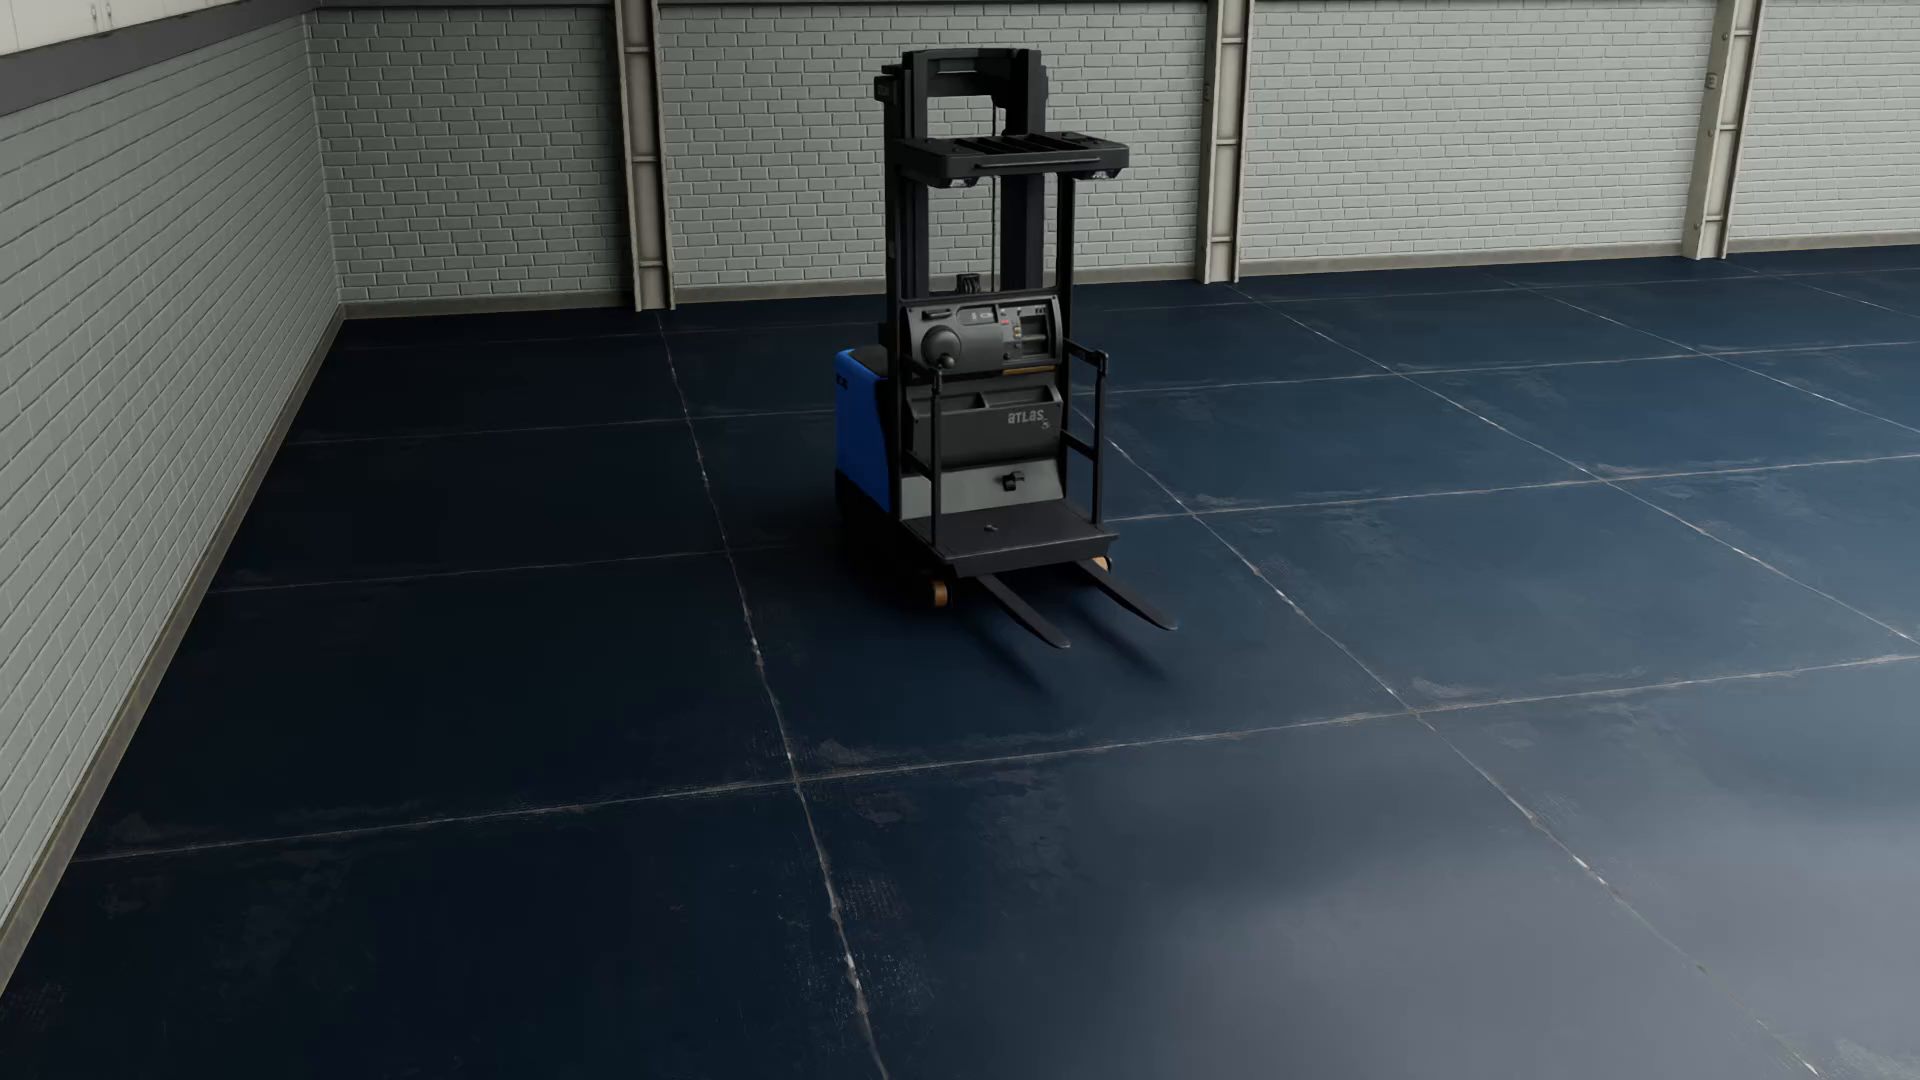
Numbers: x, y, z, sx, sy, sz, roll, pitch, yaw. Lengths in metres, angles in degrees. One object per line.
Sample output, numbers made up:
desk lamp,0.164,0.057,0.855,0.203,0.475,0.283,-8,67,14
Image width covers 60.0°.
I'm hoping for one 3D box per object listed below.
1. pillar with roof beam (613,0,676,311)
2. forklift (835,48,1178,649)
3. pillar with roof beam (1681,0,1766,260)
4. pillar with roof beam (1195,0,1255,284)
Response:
pillar with roof beam,-2.076,-5.122,11.213,0.400,9.000,9.100,-5,21,-12
forklift,0.225,-1.158,9.214,1.130,2.935,3.031,-8,22,-21
pillar with roof beam,9.602,-6.071,13.806,0.400,9.000,9.100,-5,21,-12
pillar with roof beam,3.763,-5.596,12.510,0.400,9.000,9.100,-5,21,-12
